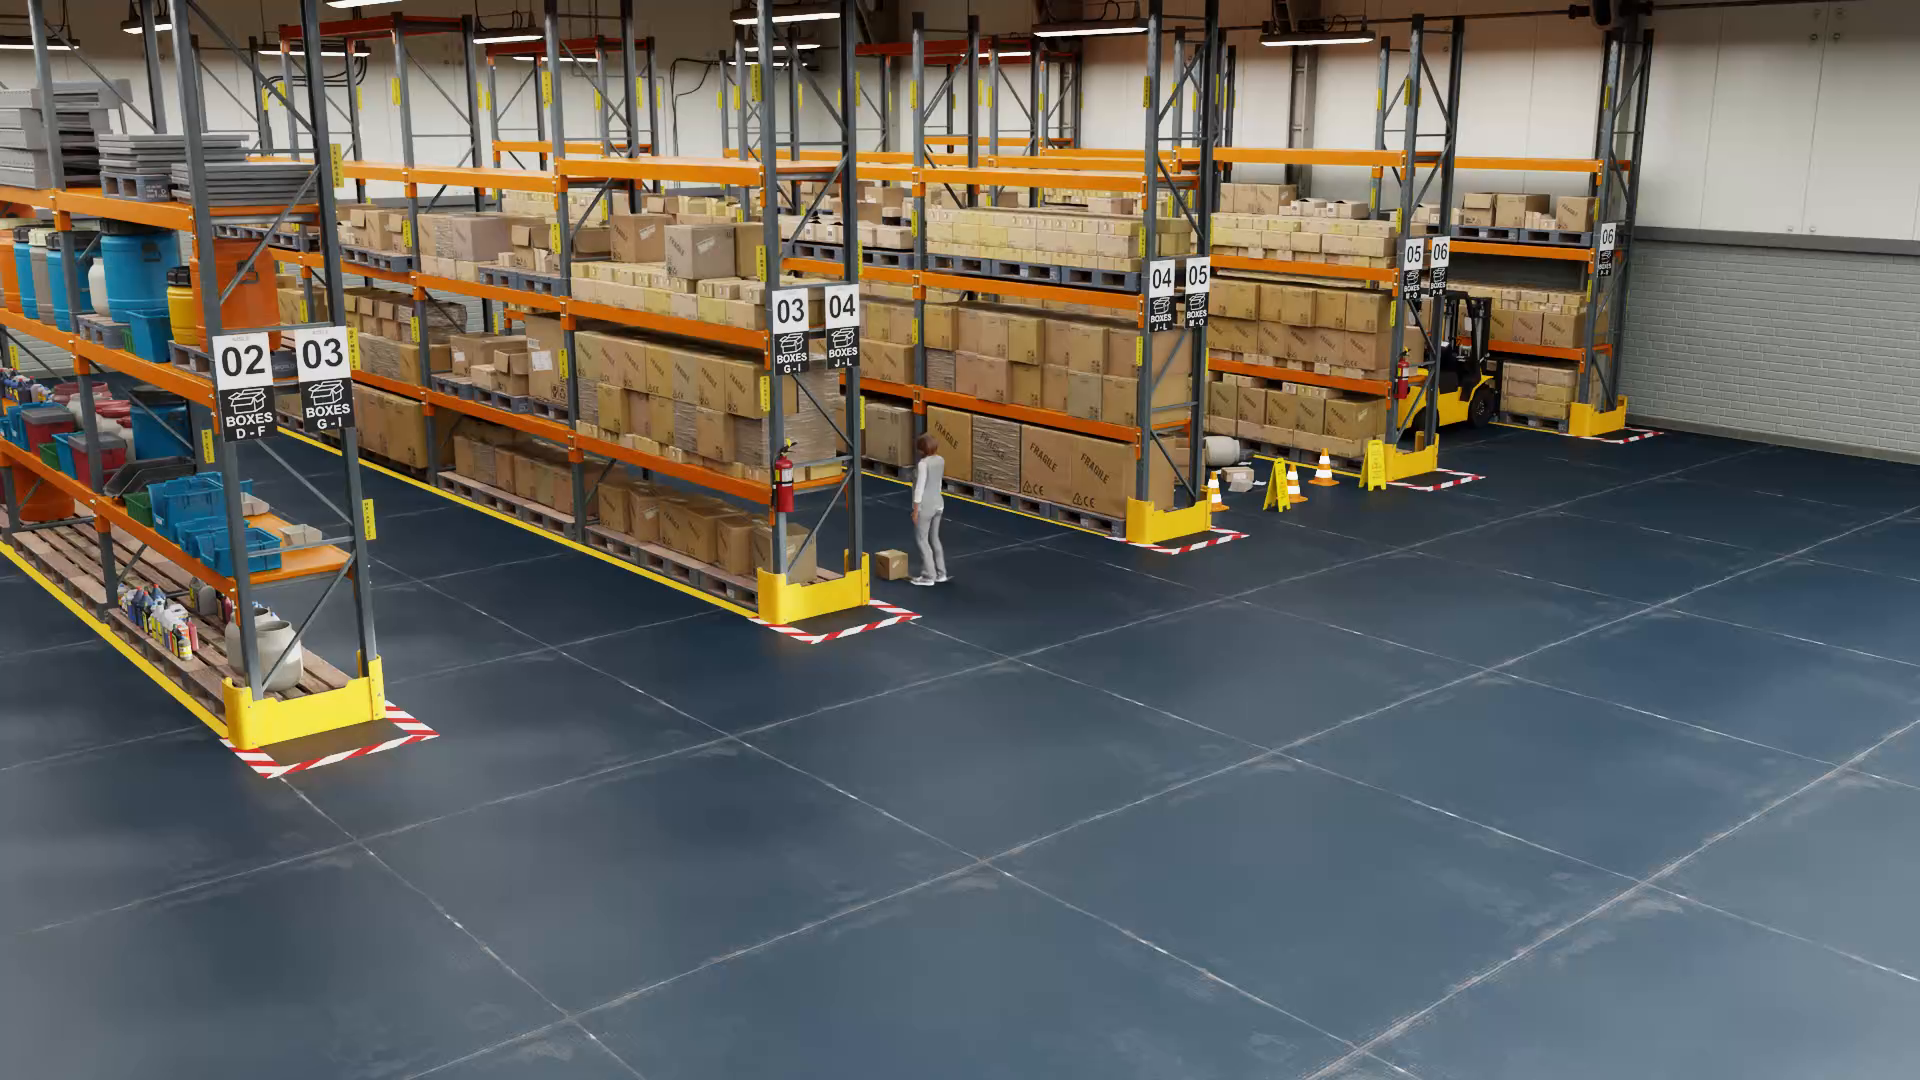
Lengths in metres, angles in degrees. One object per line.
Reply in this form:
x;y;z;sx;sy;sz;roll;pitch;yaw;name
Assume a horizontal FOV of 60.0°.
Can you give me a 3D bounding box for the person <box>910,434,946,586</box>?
-0.338;-0.309;17.266;0.305;1.601;0.407;10;17;33;person
